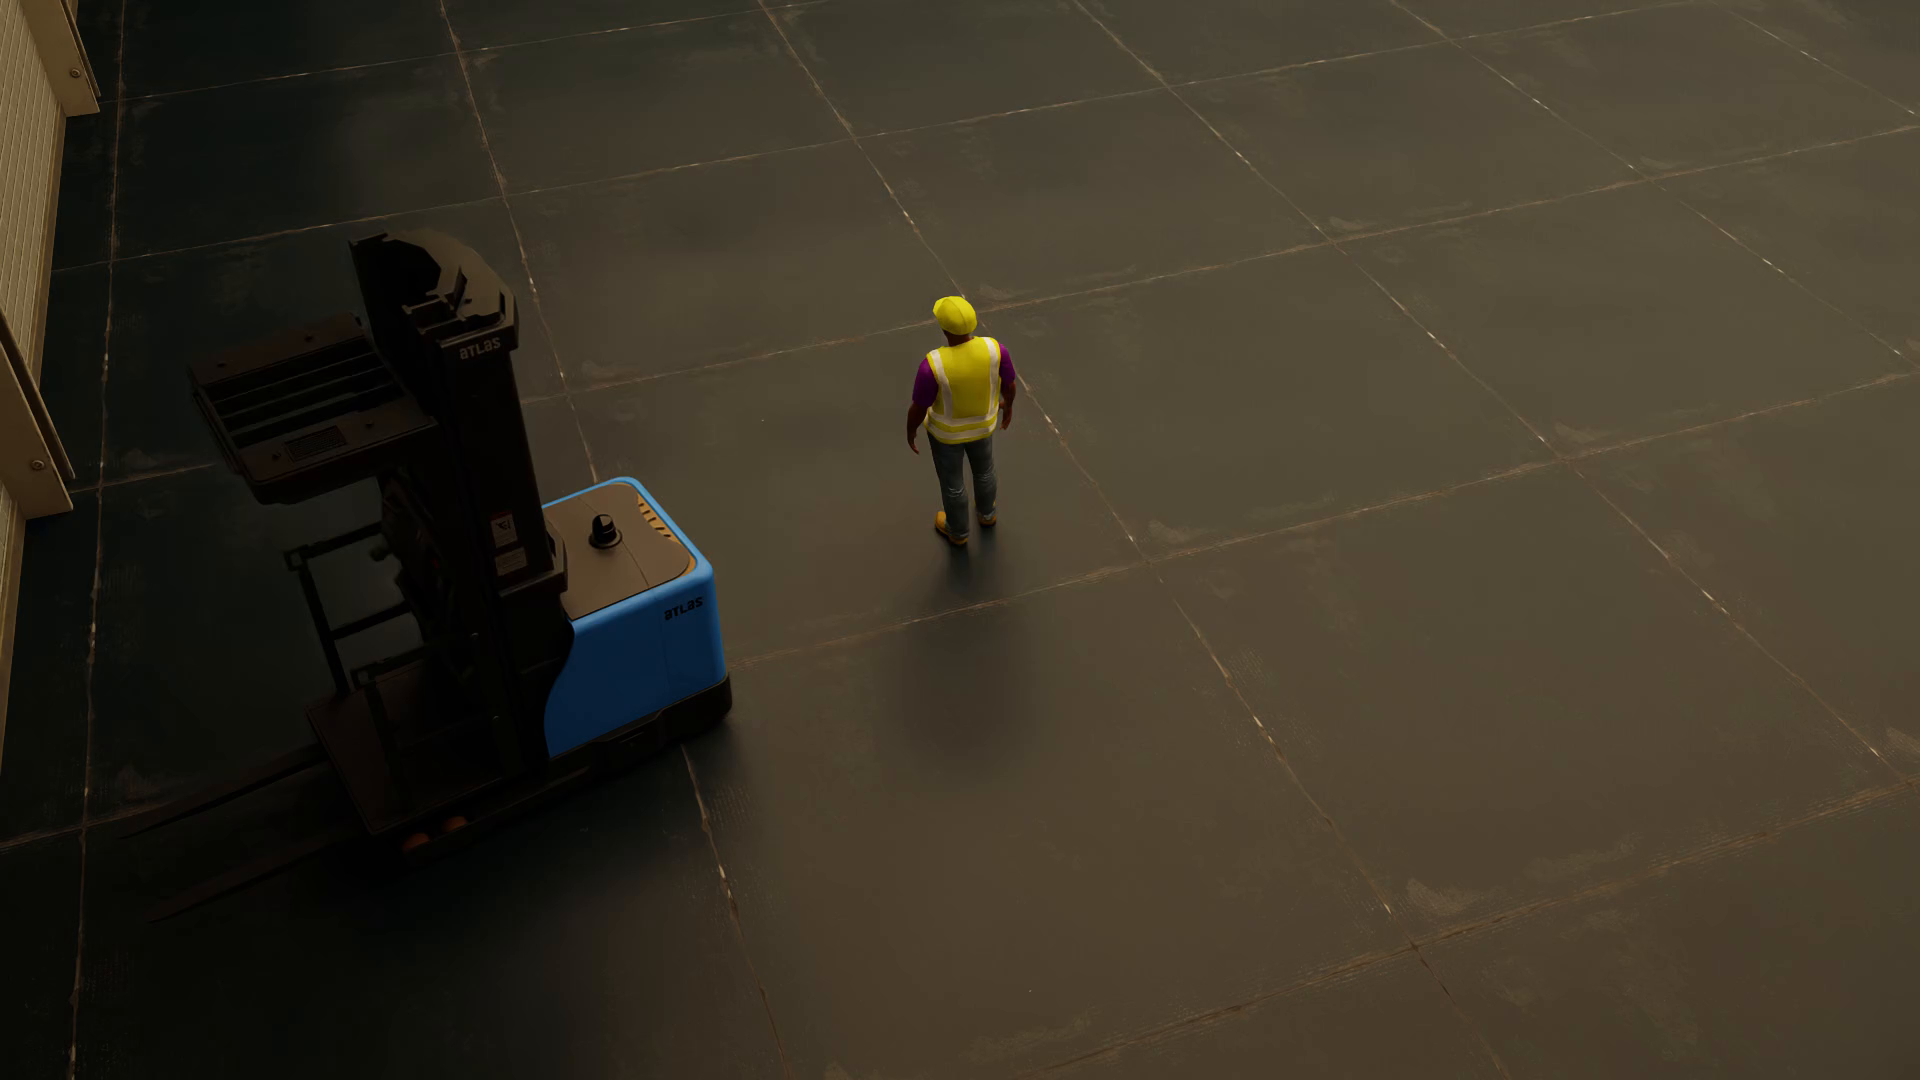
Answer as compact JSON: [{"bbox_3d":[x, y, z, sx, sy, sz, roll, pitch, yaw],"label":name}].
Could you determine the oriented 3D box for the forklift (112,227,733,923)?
[{"bbox_3d":[-2.750,0.119,7.854,3.031,2.935,1.130,-24,45,-25],"label":"forklift"}]

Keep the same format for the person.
[{"bbox_3d":[-0.019,-0.723,9.757,0.665,1.762,0.574,-13,42,-15],"label":"person"}]
